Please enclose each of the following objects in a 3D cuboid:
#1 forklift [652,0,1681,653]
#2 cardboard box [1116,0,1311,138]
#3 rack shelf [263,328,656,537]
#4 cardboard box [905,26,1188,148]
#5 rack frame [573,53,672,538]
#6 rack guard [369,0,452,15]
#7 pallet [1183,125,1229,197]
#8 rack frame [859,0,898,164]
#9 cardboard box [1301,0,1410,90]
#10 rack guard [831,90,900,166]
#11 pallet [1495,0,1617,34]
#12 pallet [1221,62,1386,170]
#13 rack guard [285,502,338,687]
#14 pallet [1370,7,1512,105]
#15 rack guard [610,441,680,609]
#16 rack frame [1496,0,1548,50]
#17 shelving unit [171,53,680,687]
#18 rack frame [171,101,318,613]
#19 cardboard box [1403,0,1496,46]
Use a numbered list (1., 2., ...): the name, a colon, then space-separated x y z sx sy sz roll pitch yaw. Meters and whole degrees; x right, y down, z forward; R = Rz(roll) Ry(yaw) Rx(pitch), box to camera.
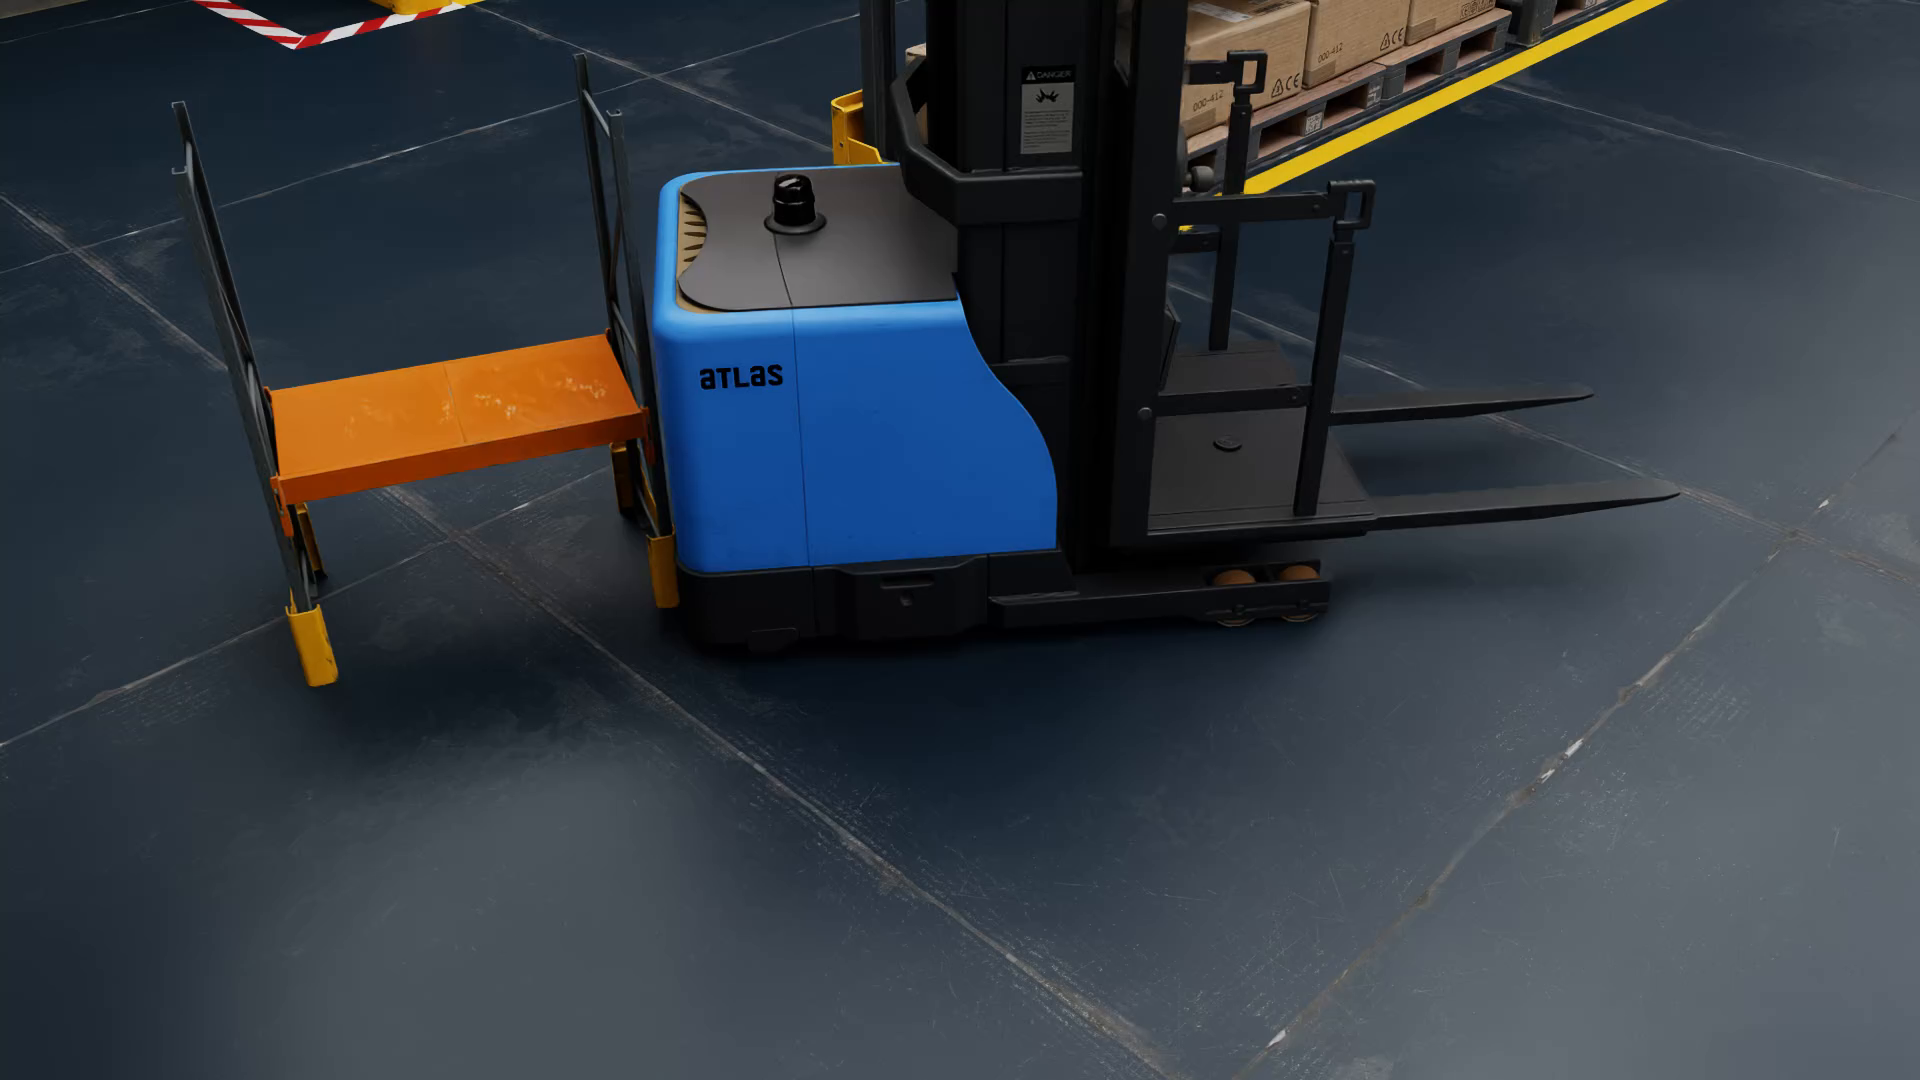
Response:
1. forklift: 0.655 -1.244 4.472 3.031 2.935 1.130 -4 35 -6
2. cardboard box: 1.013 -2.319 7.826 0.875 0.438 0.875 -29 44 -34
3. rack shelf: -1.422 -0.323 4.717 1.000 0.185 0.538 -13 37 -17
4. cardboard box: 0.375 -1.944 7.288 0.875 0.438 0.875 28 44 34
5. rack frame: -0.949 -0.577 4.766 0.032 1.500 0.500 -13 37 -17
6. rack guard: -3.491 -3.519 9.859 1.175 0.500 0.348 30 45 35
7. pallet: 0.488 -1.727 7.542 1.003 0.211 1.213 30 45 35
8. rack frame: -0.019 -2.515 6.234 1.000 3.000 0.127 30 45 35
9. cardboard box: 1.650 -2.685 8.350 0.875 0.438 0.875 28 44 34
10. rack guard: -0.036 -1.480 6.935 1.175 0.500 0.348 30 45 35
11. pallet: 3.289 -3.338 9.852 1.003 0.211 1.213 30 45 35
12. pallet: 1.348 -2.220 8.249 1.003 0.211 1.213 30 45 35
13. rack guard: -1.894 0.148 4.820 0.087 0.250 0.587 -13 37 -17
14. pallet: 2.208 -2.718 8.962 1.003 0.211 1.213 30 45 35
15. rack guard: -0.967 -0.060 5.117 0.087 0.250 0.587 -13 37 -17
16. rack frame: 2.799 -4.139 8.562 1.000 3.000 0.127 30 45 35
17. shelving unit: -1.430 -0.469 4.611 1.083 1.500 0.587 -13 37 -17
18. rack frame: -1.895 -0.365 4.462 0.032 1.500 0.500 -13 37 -17
19. cardboard box: 2.280 -3.048 8.871 0.875 0.438 0.875 29 44 35
